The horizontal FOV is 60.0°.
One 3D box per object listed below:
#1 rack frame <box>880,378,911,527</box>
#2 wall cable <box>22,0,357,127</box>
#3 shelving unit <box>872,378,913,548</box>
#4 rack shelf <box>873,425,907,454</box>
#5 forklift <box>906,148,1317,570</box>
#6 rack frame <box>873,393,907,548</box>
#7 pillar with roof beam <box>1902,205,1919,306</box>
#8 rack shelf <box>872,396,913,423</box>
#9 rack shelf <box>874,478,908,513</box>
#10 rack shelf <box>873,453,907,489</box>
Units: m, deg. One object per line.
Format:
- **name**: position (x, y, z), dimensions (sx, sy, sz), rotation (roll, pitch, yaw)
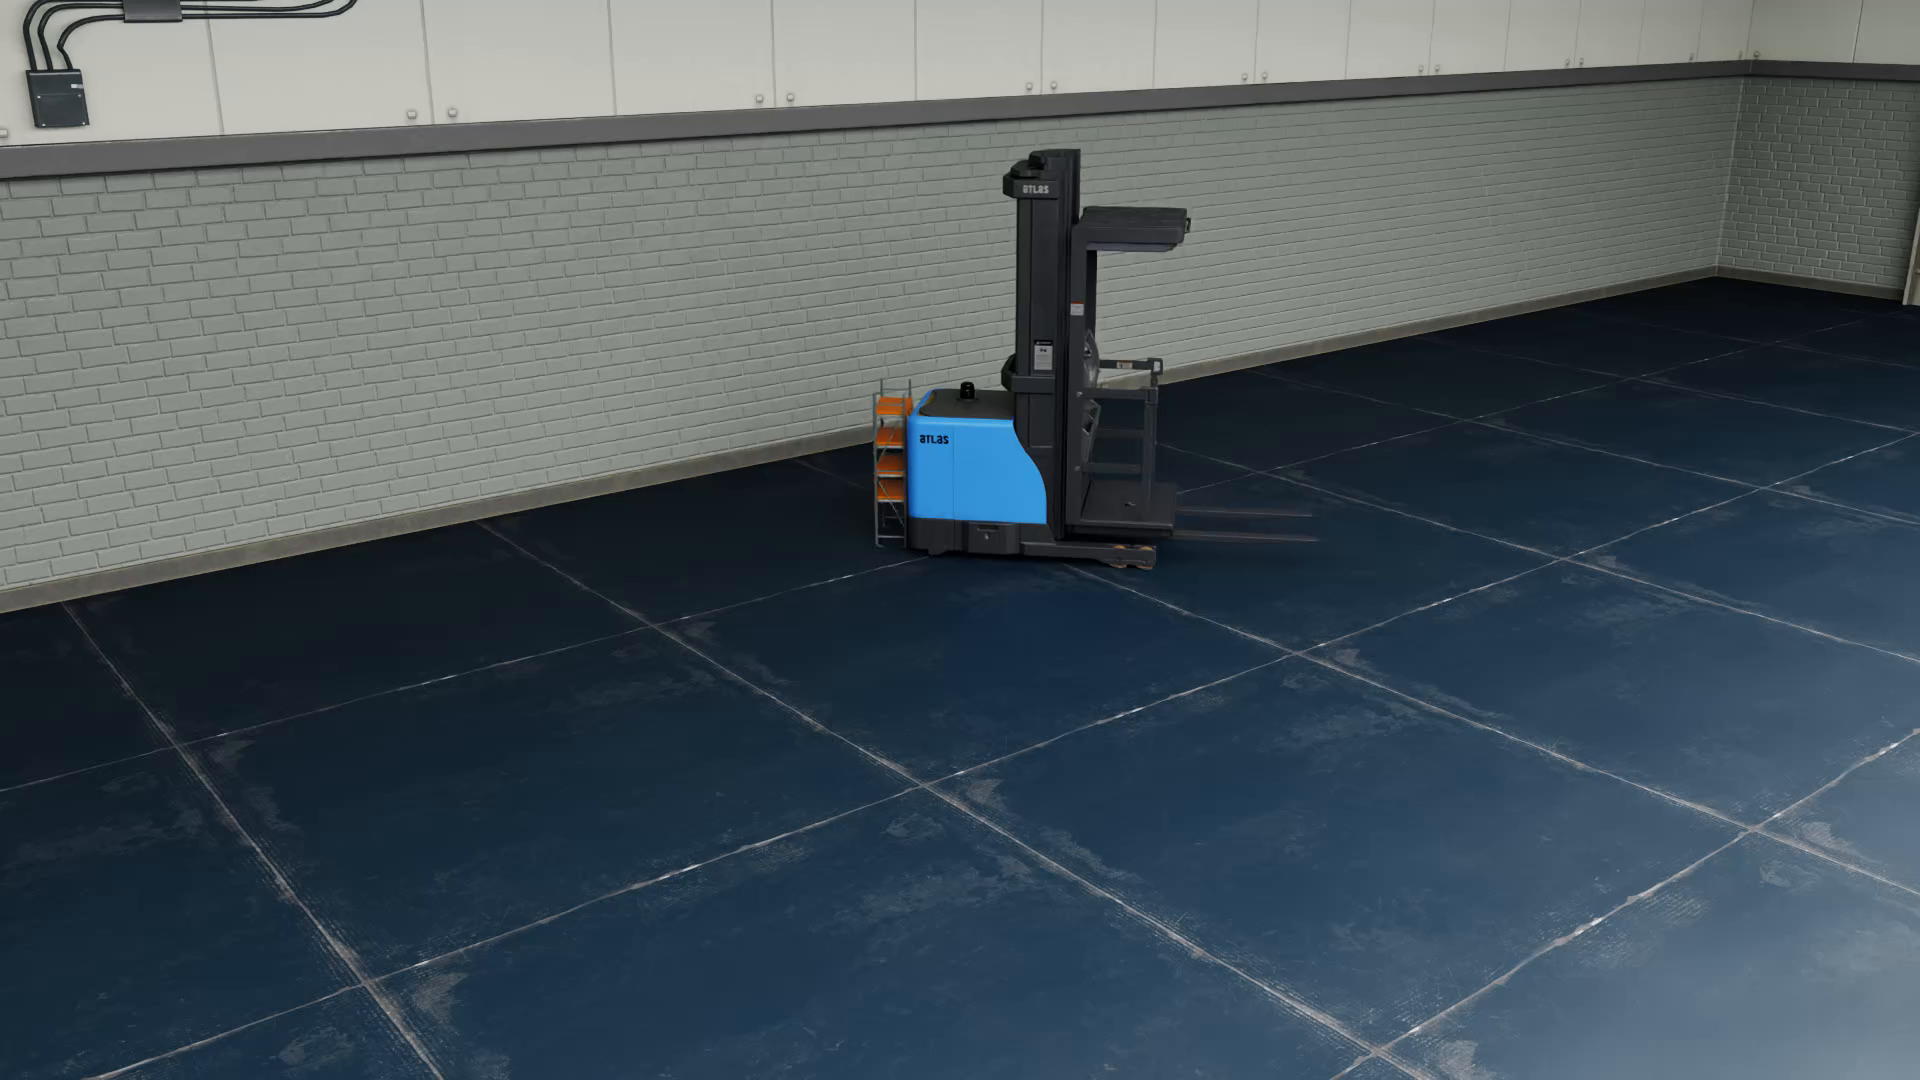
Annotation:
- **rack frame**: position (-0.495, -0.670, 12.977), dimensions (0.240, 1.200, 0.015), rotation (1, 18, 3)
- **wall cable**: position (-5.055, -5.740, 10.471), dimensions (2.305, 6.003, 0.169), rotation (-14, 23, -36)
- **shelving unit**: position (-0.510, -0.593, 12.746), dimensions (0.258, 1.200, 0.503), rotation (1, 18, 3)
- **rack shelf**: position (-0.510, -0.742, 12.696), dimensions (0.258, 0.148, 0.480), rotation (1, 18, 3)
- **forklift**: position (1.158, -1.352, 12.284), dimensions (3.031, 2.935, 1.130), rotation (3, 19, 8)
- **rack frame**: position (-0.526, -0.517, 12.514), dimensions (0.240, 1.200, 0.015), rotation (1, 18, 3)
- **pillar with roof beam**: position (9.604, -6.600, 18.479), dimensions (9.100, 9.000, 0.400), rotation (-14, 23, -36)
- **rack shelf**: position (-0.510, -0.966, 12.622), dimensions (0.258, 0.148, 0.480), rotation (1, 18, 3)
- **rack shelf**: position (-0.510, -0.341, 12.829), dimensions (0.258, 0.148, 0.480), rotation (1, 18, 3)
- **rack shelf**: position (-0.510, -0.529, 12.767), dimensions (0.258, 0.148, 0.480), rotation (1, 18, 3)
